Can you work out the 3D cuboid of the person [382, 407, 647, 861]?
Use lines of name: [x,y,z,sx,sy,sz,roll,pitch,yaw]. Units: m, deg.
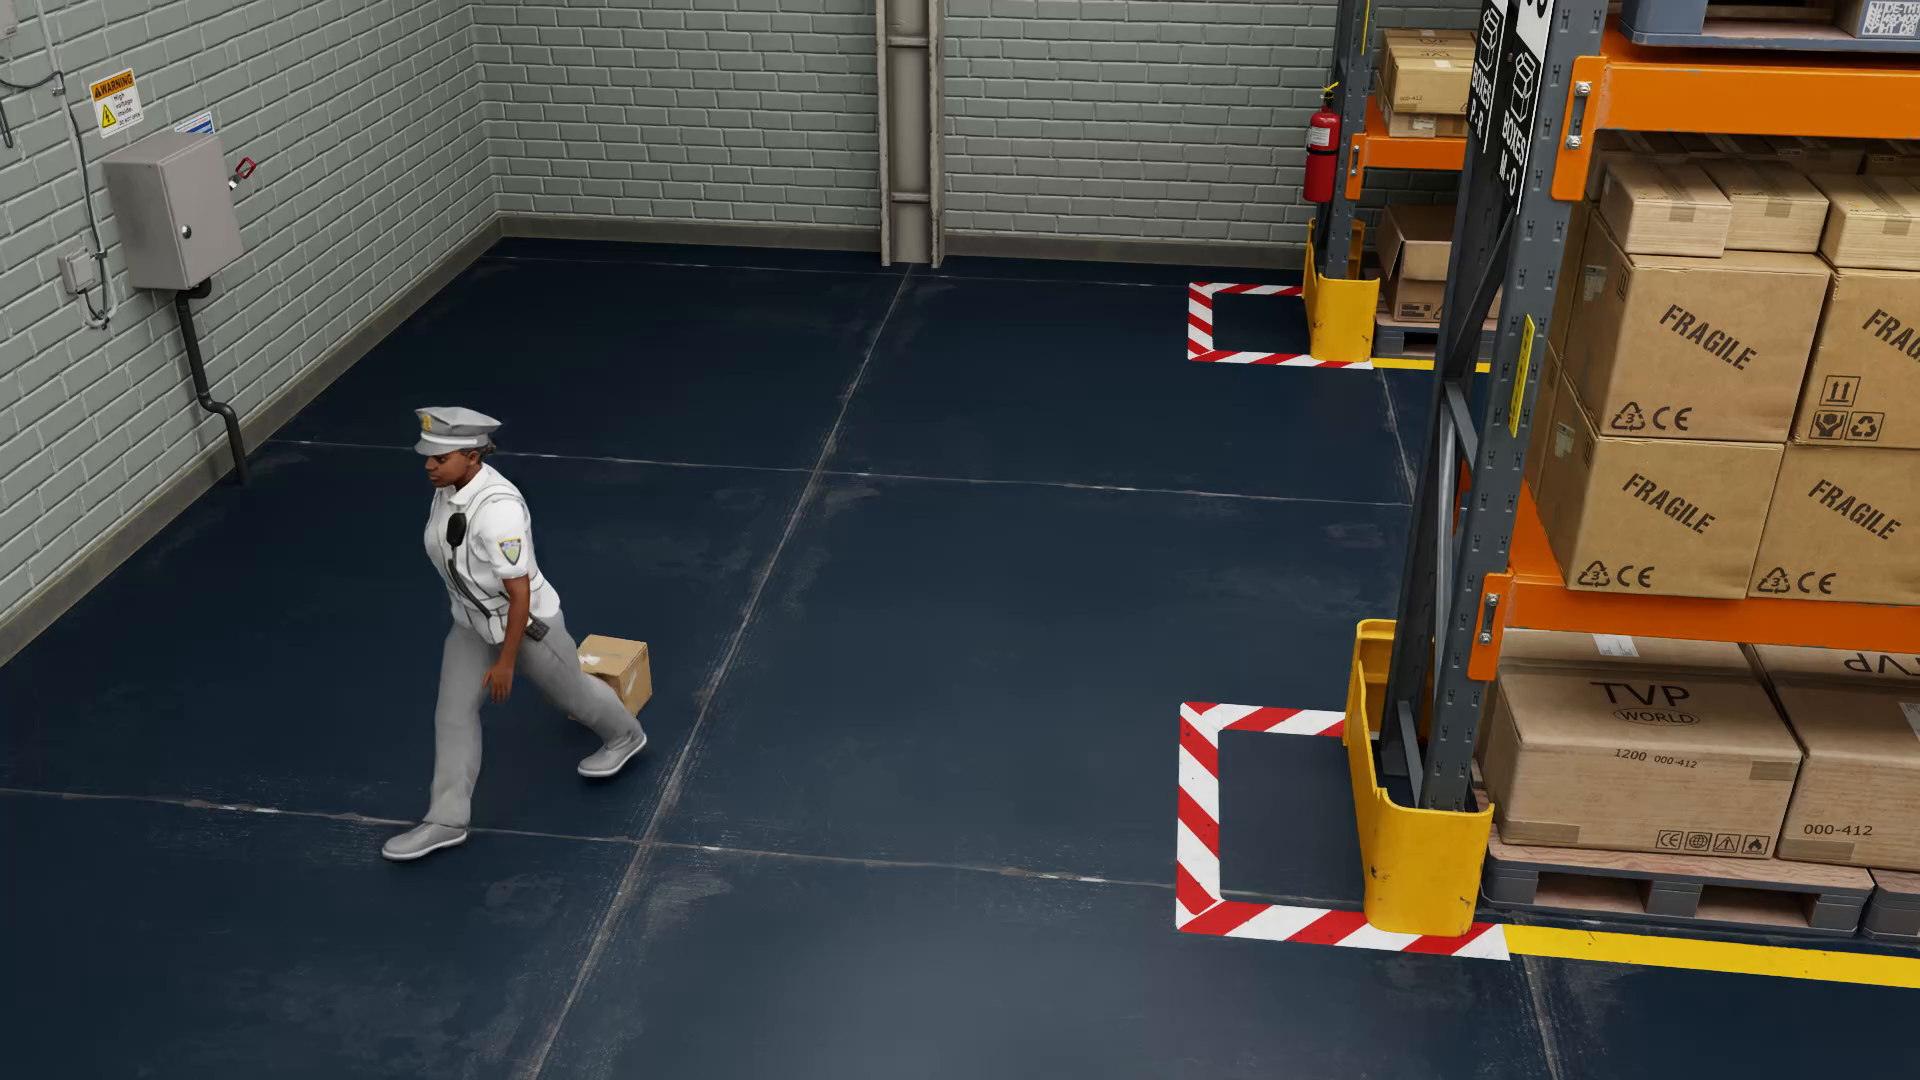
person: [-1.553,0.270,5.613,0.476,1.618,1.032,23,36,35]
